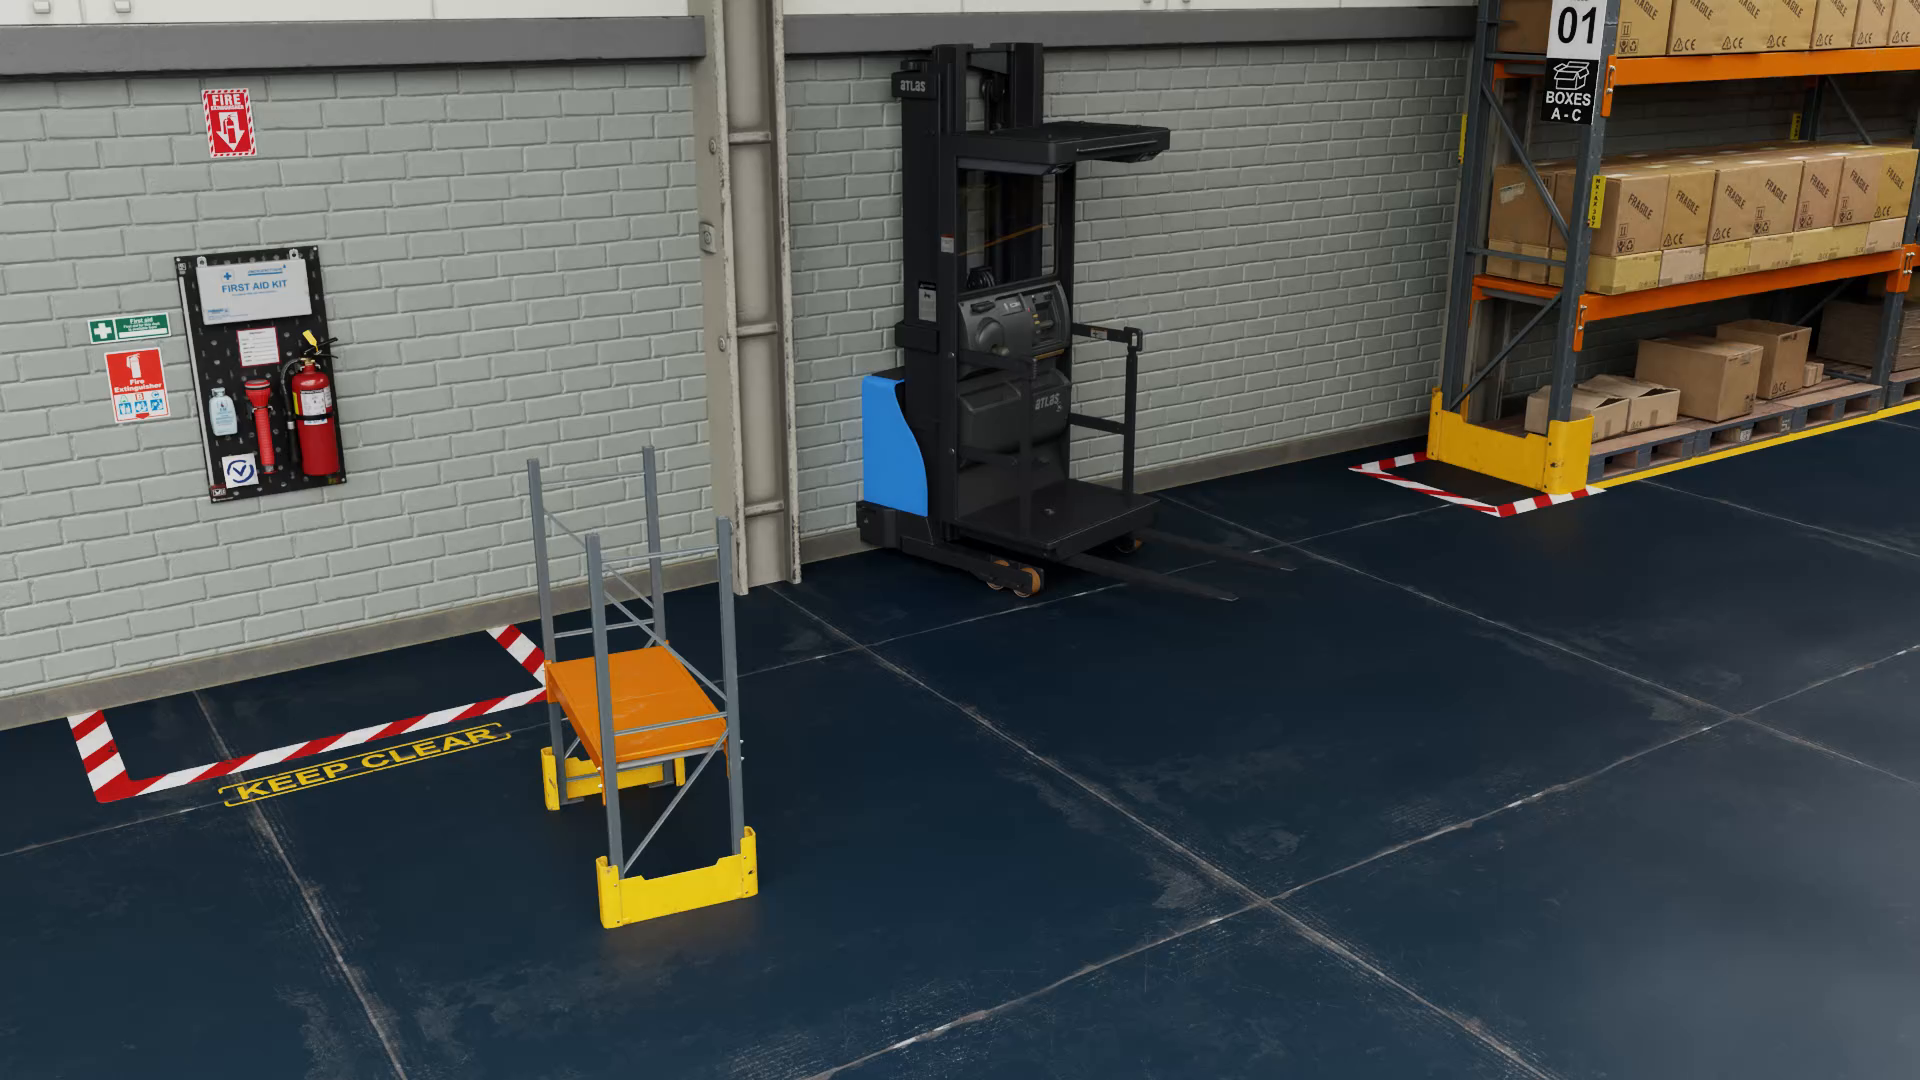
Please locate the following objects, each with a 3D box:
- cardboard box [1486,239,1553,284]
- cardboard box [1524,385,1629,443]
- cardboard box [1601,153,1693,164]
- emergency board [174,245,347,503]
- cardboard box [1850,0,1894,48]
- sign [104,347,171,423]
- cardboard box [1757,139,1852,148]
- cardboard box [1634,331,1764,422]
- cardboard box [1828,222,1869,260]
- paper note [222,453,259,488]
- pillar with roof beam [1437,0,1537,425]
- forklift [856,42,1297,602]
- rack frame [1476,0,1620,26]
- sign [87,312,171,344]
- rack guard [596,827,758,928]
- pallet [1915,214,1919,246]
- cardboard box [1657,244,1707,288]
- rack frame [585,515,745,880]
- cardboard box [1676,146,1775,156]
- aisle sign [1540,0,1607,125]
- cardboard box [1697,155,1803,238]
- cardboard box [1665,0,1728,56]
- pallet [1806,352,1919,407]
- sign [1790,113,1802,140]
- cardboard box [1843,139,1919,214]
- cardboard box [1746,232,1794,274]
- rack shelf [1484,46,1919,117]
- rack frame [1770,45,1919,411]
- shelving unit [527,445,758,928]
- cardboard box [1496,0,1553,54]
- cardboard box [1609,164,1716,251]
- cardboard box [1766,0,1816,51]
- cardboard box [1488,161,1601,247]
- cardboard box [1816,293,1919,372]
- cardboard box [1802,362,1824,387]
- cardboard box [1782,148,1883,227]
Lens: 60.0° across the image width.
[{"bbox_3d":[4.032,-1.960,11.563,0.500,0.250,0.500,-12,22,-31],"label":"cardboard box"},{"bbox_3d":[4.375,-0.920,11.794,0.500,0.311,0.500,-15,24,-37],"label":"cardboard box"},{"bbox_3d":[4.880,-2.500,11.987,0.500,0.500,0.500,-13,22,-33],"label":"cardboard box"},{"bbox_3d":[-3.239,-0.761,7.811,0.643,1.169,0.194,-12,22,-31],"label":"emergency board"},{"bbox_3d":[6.373,-3.829,12.017,0.500,0.500,0.500,-14,23,-36],"label":"cardboard box"},{"bbox_3d":[-3.758,-0.708,7.599,0.234,0.329,0.001,-12,22,-31],"label":"sign"},{"bbox_3d":[6.581,-2.859,13.050,0.500,0.500,0.500,-13,22,-33],"label":"cardboard box"},{"bbox_3d":[5.491,-1.226,12.404,0.500,0.500,0.700,-14,23,-35],"label":"cardboard box"},{"bbox_3d":[6.439,-2.281,12.510,0.500,0.250,0.500,-12,22,-31],"label":"cardboard box"},{"bbox_3d":[-3.425,-0.330,7.914,0.142,0.148,0.016,-12,22,-31],"label":"paper note"},{"bbox_3d":[6.224,-3.933,7.827,0.400,9.000,9.100,-12,22,-31],"label":"pillar with roof beam"},{"bbox_3d":[0.478,-1.258,9.390,3.031,2.935,1.130,15,24,38],"label":"forklift"},{"bbox_3d":[3.748,-4.730,10.184,0.127,3.000,1.000,-12,22,-31],"label":"rack frame"},{"bbox_3d":[-3.749,-0.957,7.509,0.331,0.109,0.001,-12,22,-31],"label":"sign"},{"bbox_3d":[-1.043,1.248,6.164,0.587,0.250,0.087,-8,20,-23],"label":"rack guard"},{"bbox_3d":[7.807,-2.597,13.543,1.213,0.211,1.003,-12,22,-31],"label":"pallet"},{"bbox_3d":[4.756,-1.922,11.451,0.500,0.250,0.500,-13,22,-33],"label":"cardboard box"},{"bbox_3d":[-1.035,0.661,5.947,0.500,1.500,0.032,-8,20,-23],"label":"rack frame"},{"bbox_3d":[5.728,-2.683,12.528,0.500,0.500,0.500,-11,22,-30],"label":"cardboard box"},{"bbox_3d":[3.853,-3.026,10.454,0.004,0.787,0.394,-12,22,-31],"label":"aisle sign"},{"bbox_3d":[5.590,-2.453,11.849,0.500,0.500,0.500,-11,22,-30],"label":"cardboard box"},{"bbox_3d":[4.633,-3.443,10.873,0.500,0.500,0.500,-10,21,-28],"label":"cardboard box"},{"bbox_3d":[7.738,-1.409,14.083,1.213,0.211,1.003,-12,22,-31],"label":"pallet"},{"bbox_3d":[6.780,-3.289,13.481,0.005,0.325,0.100,-12,22,-31],"label":"sign"},{"bbox_3d":[7.532,-2.929,13.381,0.500,0.500,0.700,-12,22,-31],"label":"cardboard box"},{"bbox_3d":[5.608,-2.099,11.973,0.500,0.250,0.500,-12,22,-31],"label":"cardboard box"},{"bbox_3d":[5.418,-3.320,11.822,4.000,0.370,1.077,-12,22,-31],"label":"rack shelf"},{"bbox_3d":[7.088,-2.592,13.229,0.127,3.000,1.000,-12,22,-31],"label":"rack frame"},{"bbox_3d":[-1.251,0.511,6.393,0.587,1.500,1.083,-8,20,-23],"label":"shelving unit"},{"bbox_3d":[3.957,-3.507,11.063,0.500,0.500,0.500,-10,21,-28],"label":"cardboard box"},{"bbox_3d":[4.730,-2.270,11.306,0.500,0.500,0.500,-12,22,-31],"label":"cardboard box"},{"bbox_3d":[5.500,-3.635,11.443,0.500,0.500,0.500,-10,21,-28],"label":"cardboard box"},{"bbox_3d":[4.025,-2.321,11.460,0.500,0.500,0.500,-12,22,-32],"label":"cardboard box"},{"bbox_3d":[7.694,-1.751,13.956,0.500,0.500,0.700,-11,22,-30],"label":"cardboard box"},{"bbox_3d":[6.658,-1.356,13.310,0.250,0.166,0.380,-16,24,-38],"label":"cardboard box"},{"bbox_3d":[6.450,-2.631,12.374,0.500,0.500,0.500,-12,22,-32],"label":"cardboard box"}]
